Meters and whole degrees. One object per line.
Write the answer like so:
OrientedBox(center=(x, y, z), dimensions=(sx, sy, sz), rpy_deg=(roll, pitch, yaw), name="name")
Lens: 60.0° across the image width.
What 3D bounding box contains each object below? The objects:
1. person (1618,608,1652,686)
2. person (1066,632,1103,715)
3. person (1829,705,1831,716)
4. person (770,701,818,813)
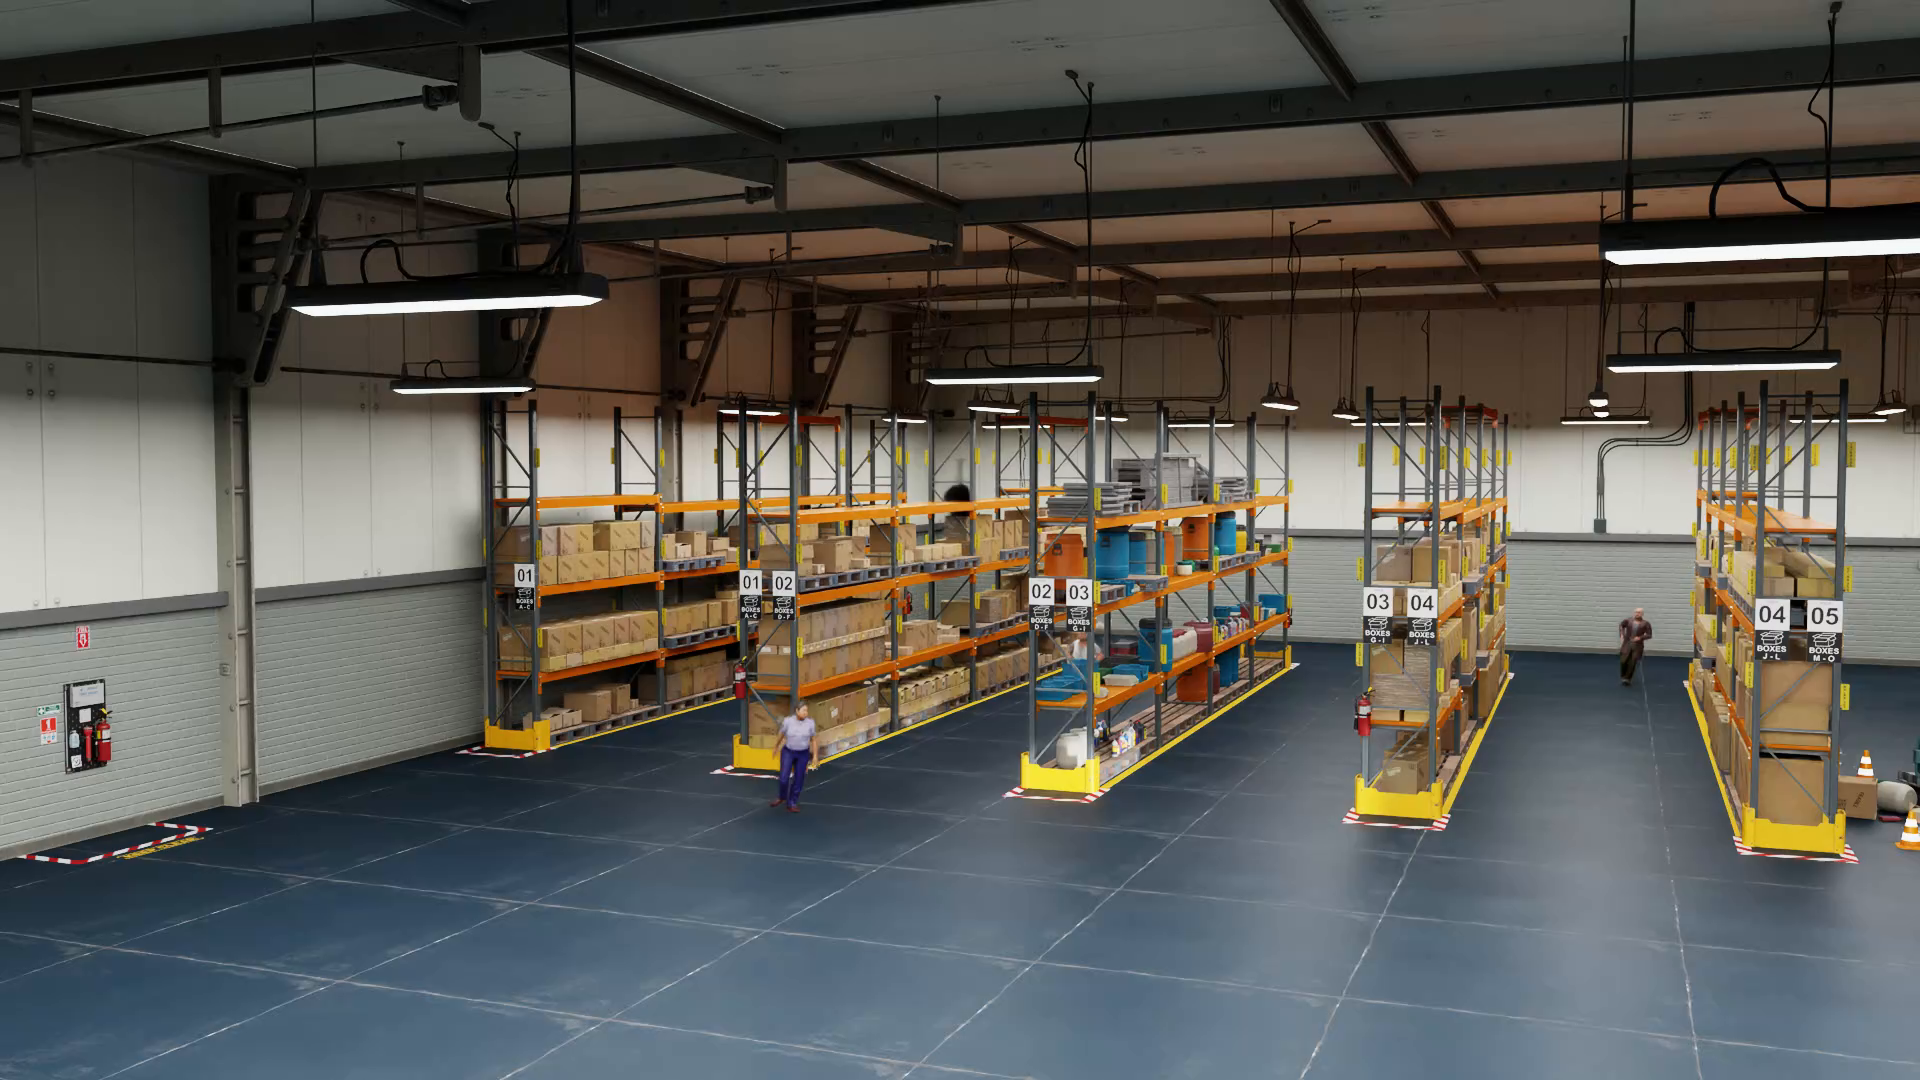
OrientedBox(center=(14.763, 2.342, 36.379), dimensions=(0.696, 1.740, 0.662), rpy_deg=(1, 3, 27), name="person")
OrientedBox(center=(2.341, 2.547, 32.104), dimensions=(0.704, 1.734, 0.594), rpy_deg=(1, 3, 25), name="person")
OrientedBox(center=(16.480, 2.639, 31.815), dimensions=(0.574, 1.609, 0.740), rpy_deg=(1, 3, 12), name="person")
OrientedBox(center=(-2.343, 3.051, 23.445), dimensions=(0.650, 1.616, 0.528), rpy_deg=(-1, 3, -16), name="person")
